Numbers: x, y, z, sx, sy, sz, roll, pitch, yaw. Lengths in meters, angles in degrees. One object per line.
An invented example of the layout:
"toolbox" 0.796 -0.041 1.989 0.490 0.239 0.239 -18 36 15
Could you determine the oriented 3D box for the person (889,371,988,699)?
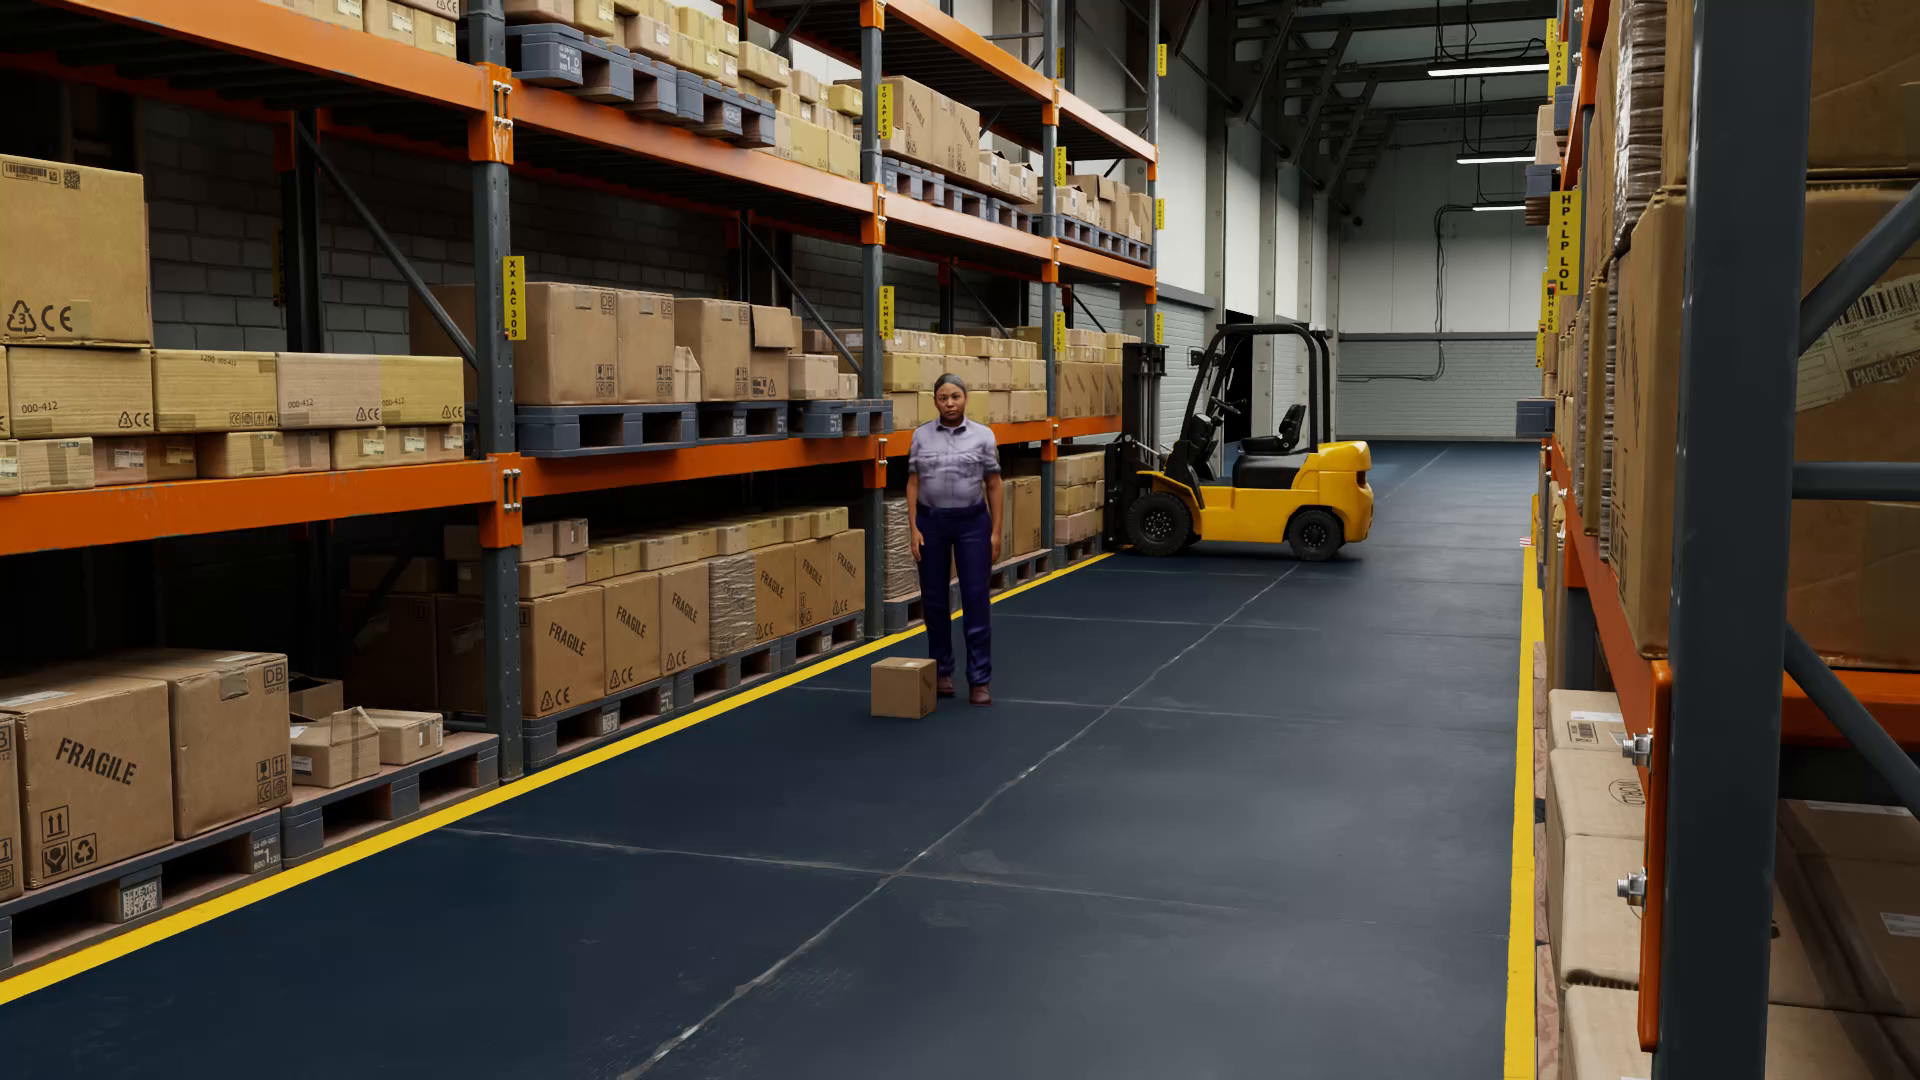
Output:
"person" -0.115 -0.023 8.471 0.510 1.644 0.383 1 5 13
